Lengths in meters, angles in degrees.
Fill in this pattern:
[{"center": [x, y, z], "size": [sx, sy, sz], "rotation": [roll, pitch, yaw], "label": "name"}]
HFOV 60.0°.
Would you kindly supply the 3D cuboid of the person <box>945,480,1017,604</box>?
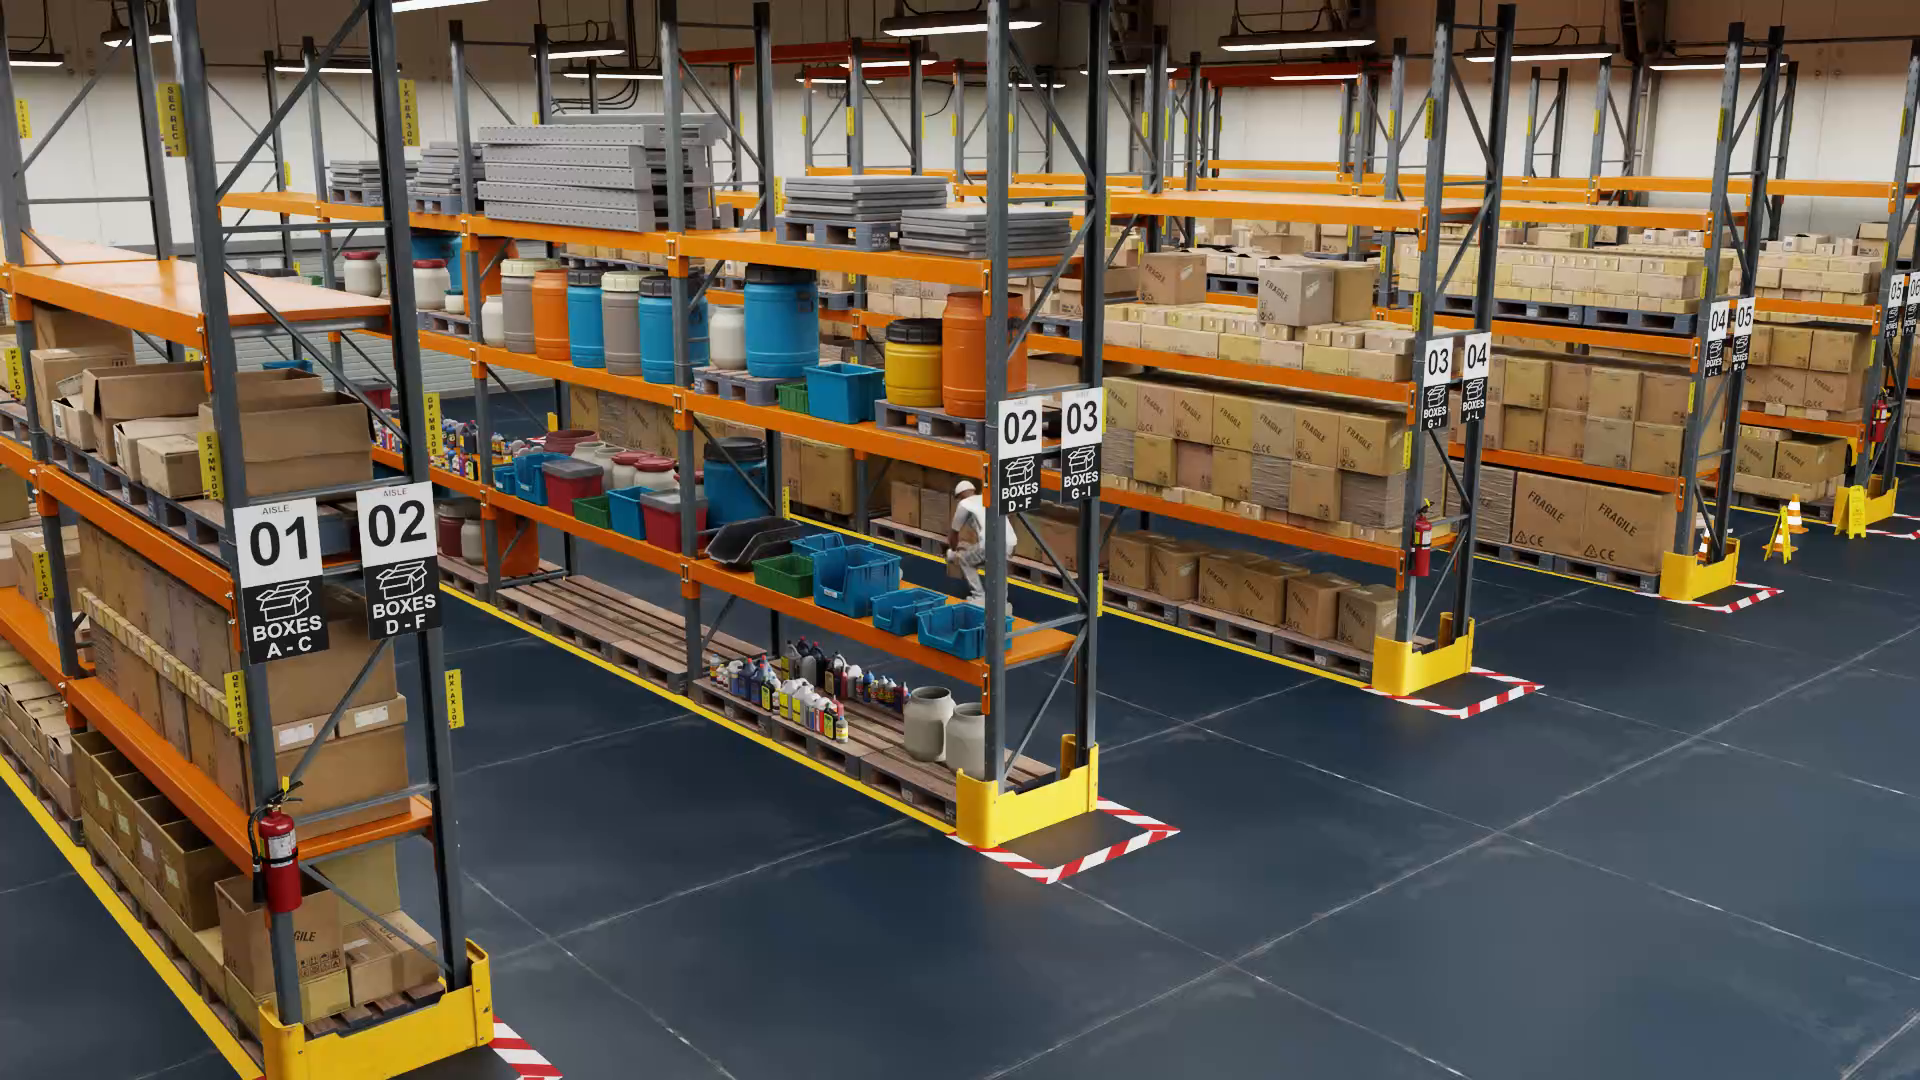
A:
[{"center": [0.221, 0.046, 17.797], "size": [0.610, 1.293, 0.811], "rotation": [-9, 17, -32], "label": "person"}]
